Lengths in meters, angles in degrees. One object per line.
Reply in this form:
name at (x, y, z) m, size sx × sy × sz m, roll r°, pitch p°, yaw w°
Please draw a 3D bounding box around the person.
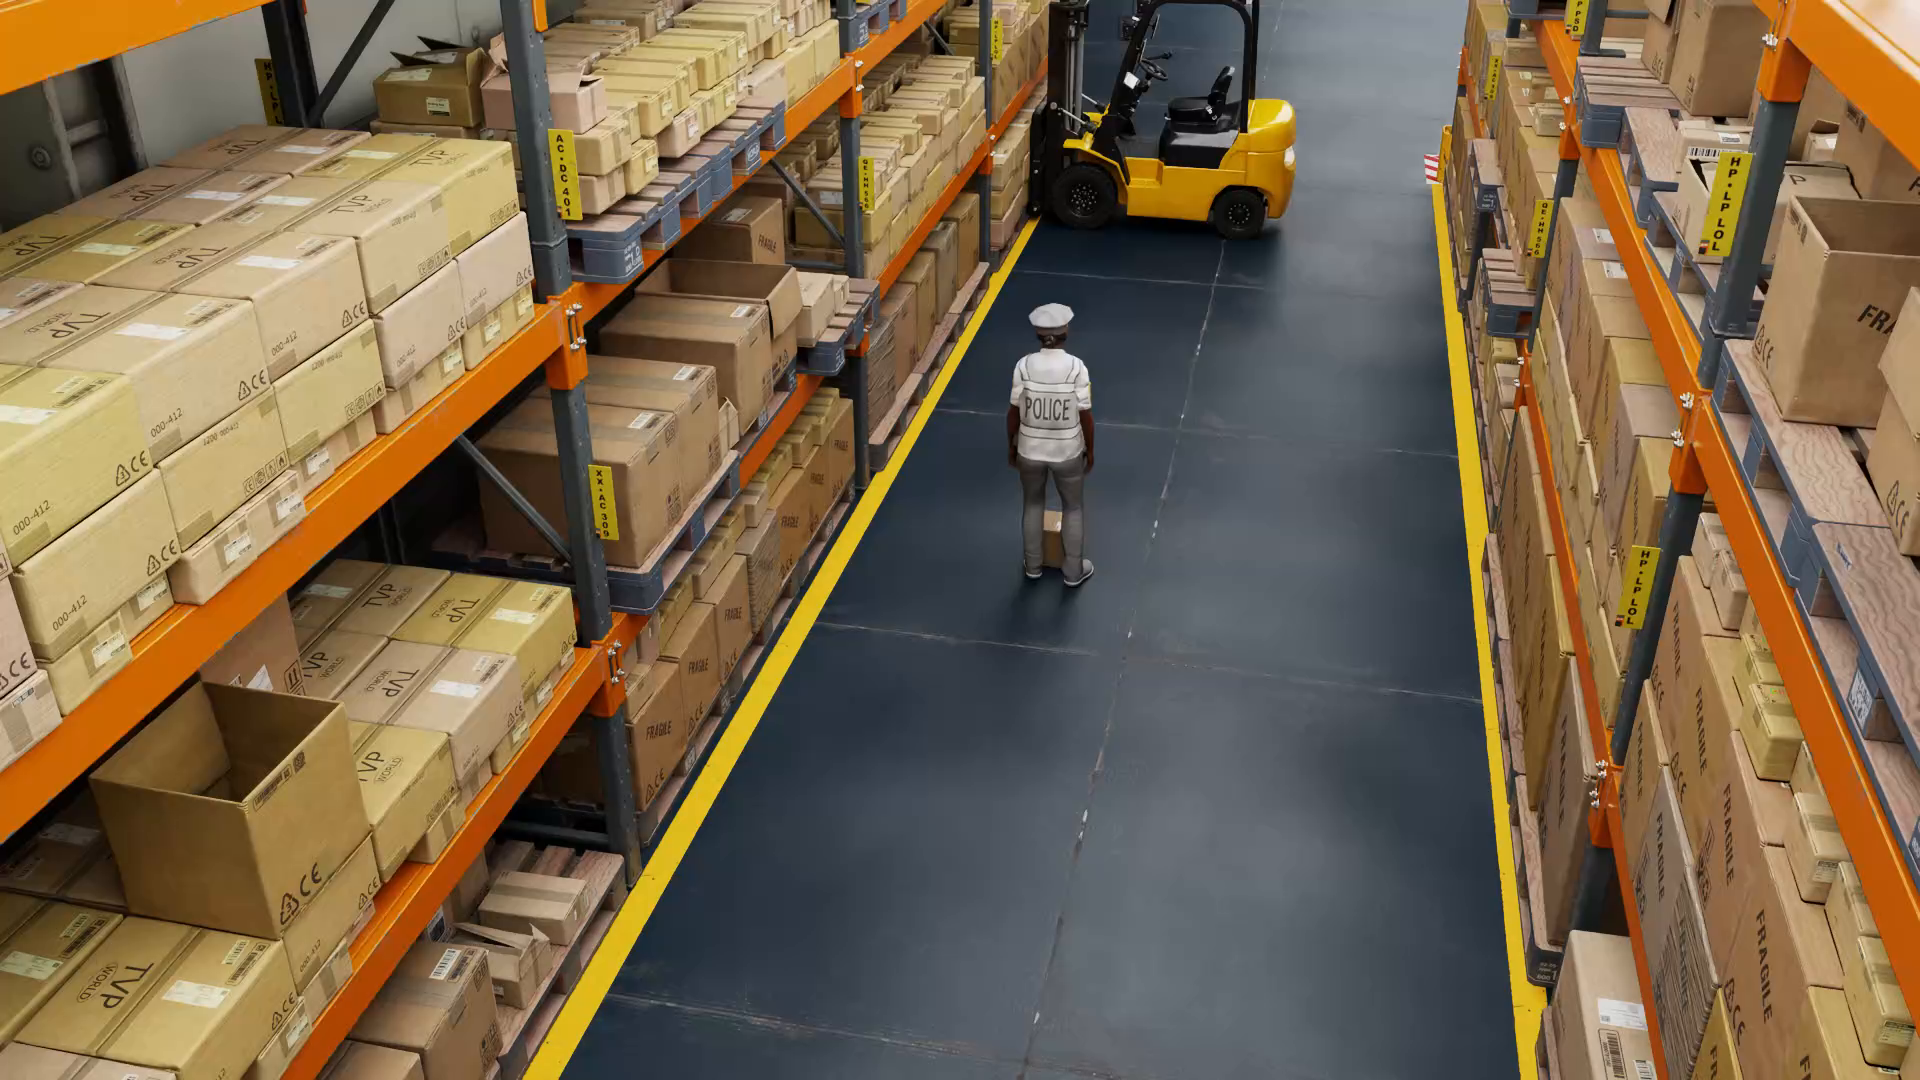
person at (0.530, -0.515, 9.544) m, size 0.518 × 1.658 × 0.417 m, roll 5°, pitch 29°, yaw 10°
